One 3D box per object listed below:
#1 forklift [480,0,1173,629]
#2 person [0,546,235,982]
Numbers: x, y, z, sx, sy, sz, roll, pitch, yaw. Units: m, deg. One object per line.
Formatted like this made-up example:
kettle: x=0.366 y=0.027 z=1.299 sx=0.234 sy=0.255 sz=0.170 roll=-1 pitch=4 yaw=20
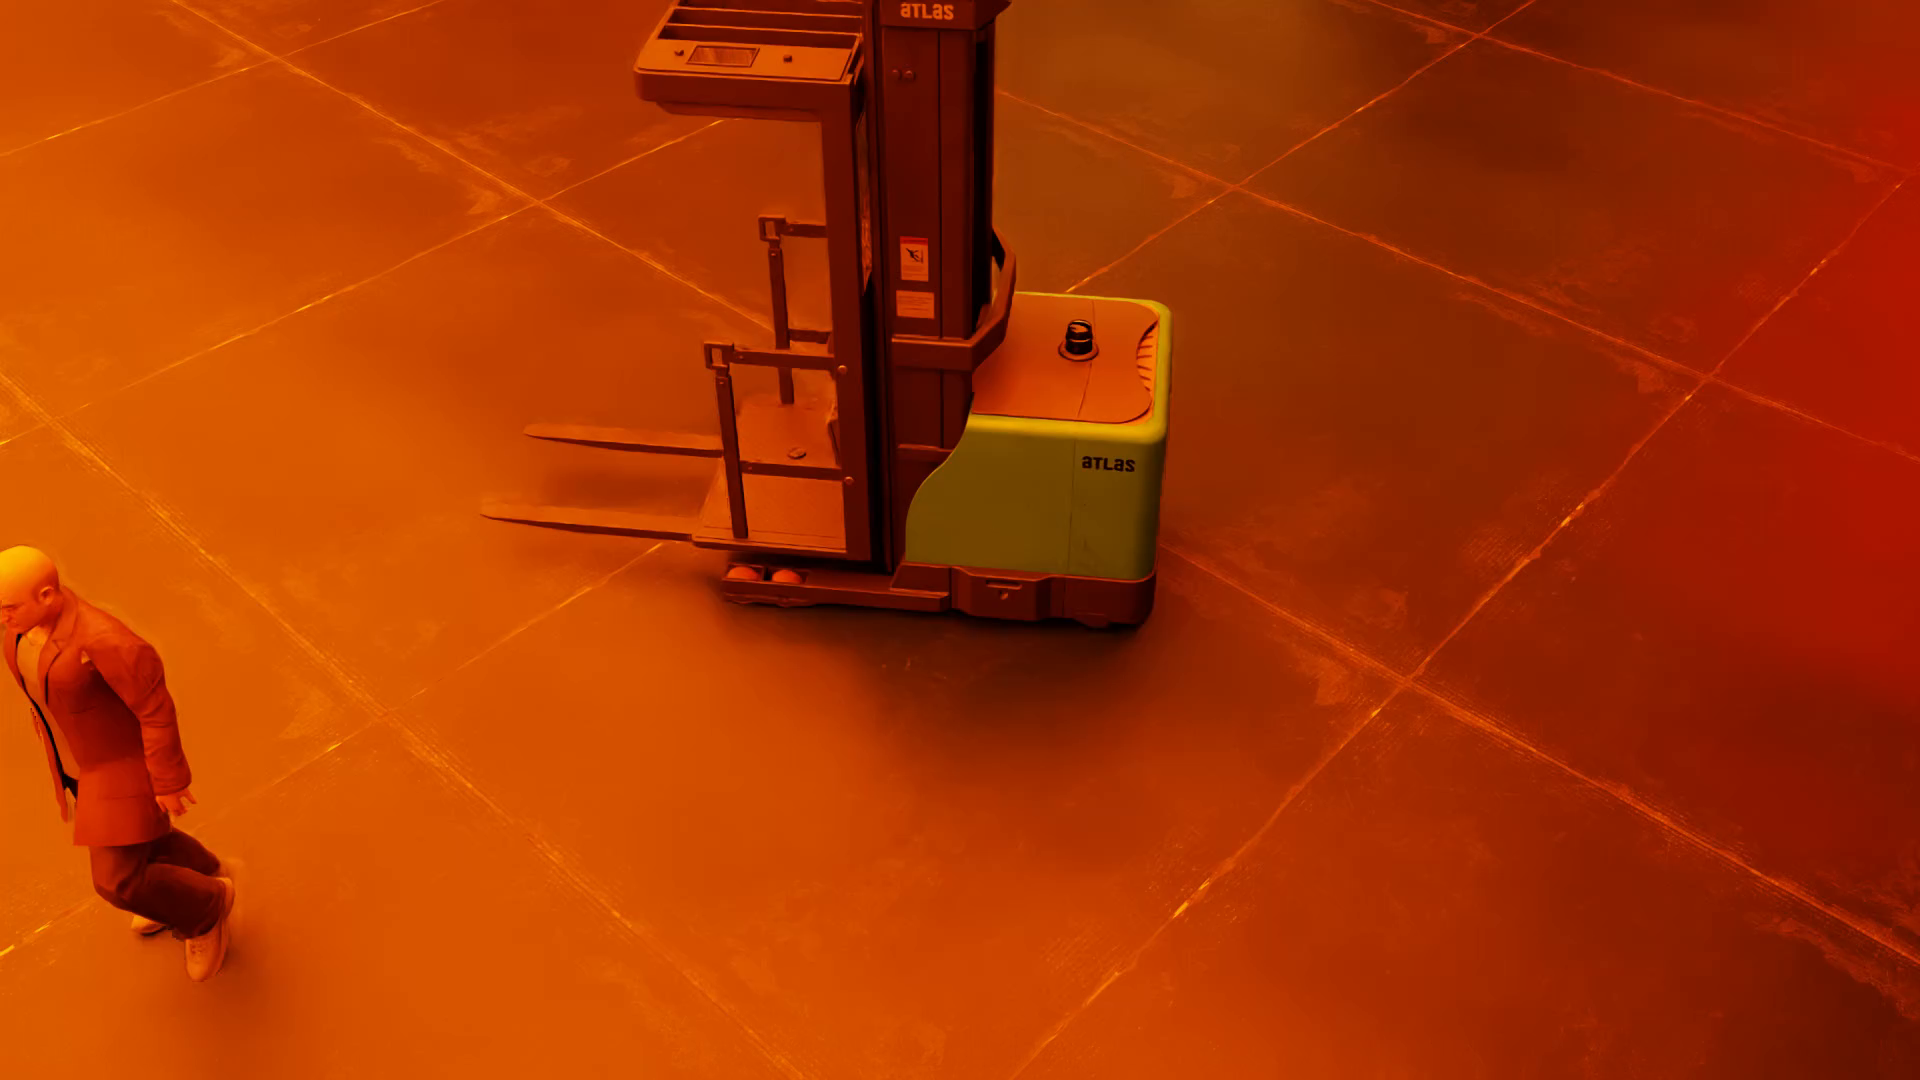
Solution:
forklift: x=-0.617 y=-1.152 z=6.771 sx=3.031 sy=2.935 sz=1.130 roll=5 pitch=41 yaw=5
person: x=-2.827 y=0.745 z=5.483 sx=0.722 sy=1.786 sz=0.514 roll=21 pitch=45 yaw=22
